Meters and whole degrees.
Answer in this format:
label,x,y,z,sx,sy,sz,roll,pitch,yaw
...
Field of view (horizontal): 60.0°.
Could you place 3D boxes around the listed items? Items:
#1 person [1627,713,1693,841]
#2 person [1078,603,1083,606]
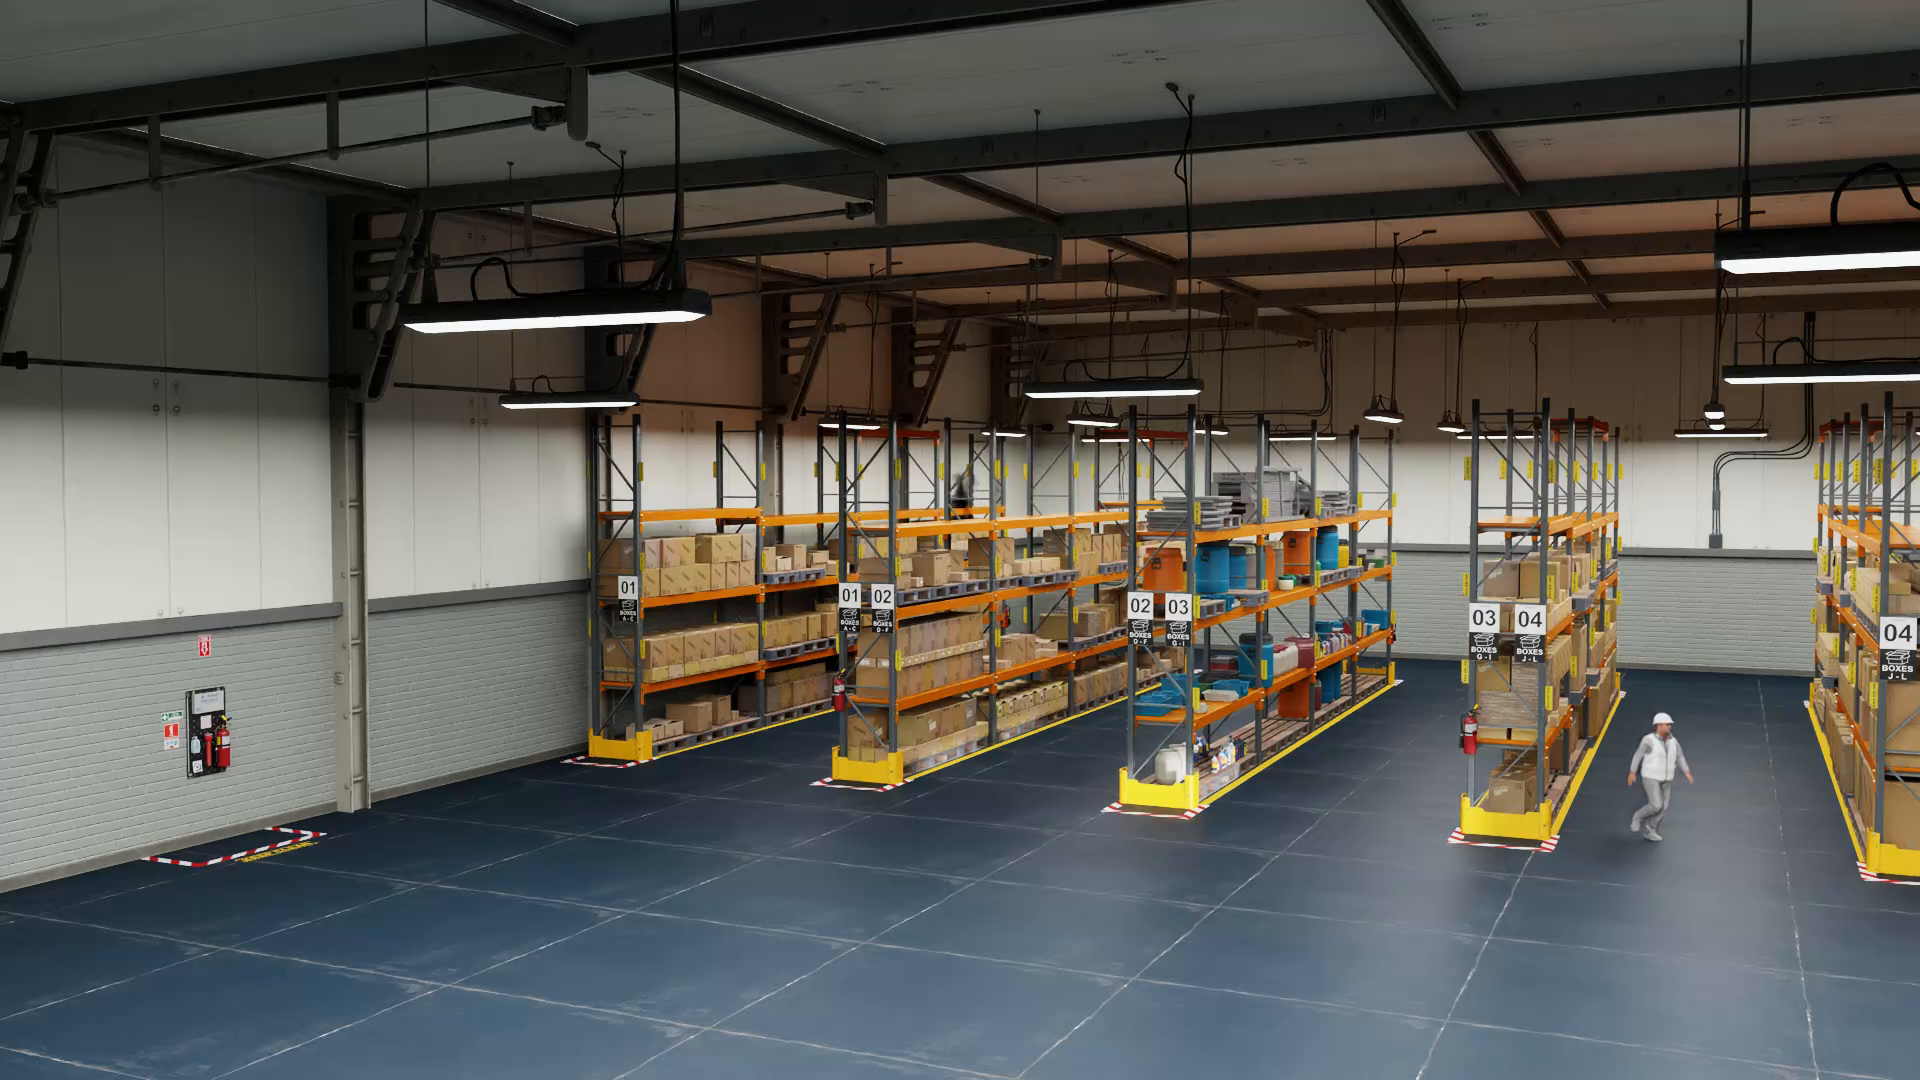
label,x,y,z,sx,sy,sz,roll,pitch,yaw
person,9.457,3.207,22.443,0.669,1.737,0.645,-1,2,-16
person,2.852,2.433,43.838,1.061,1.560,0.643,2,3,35
